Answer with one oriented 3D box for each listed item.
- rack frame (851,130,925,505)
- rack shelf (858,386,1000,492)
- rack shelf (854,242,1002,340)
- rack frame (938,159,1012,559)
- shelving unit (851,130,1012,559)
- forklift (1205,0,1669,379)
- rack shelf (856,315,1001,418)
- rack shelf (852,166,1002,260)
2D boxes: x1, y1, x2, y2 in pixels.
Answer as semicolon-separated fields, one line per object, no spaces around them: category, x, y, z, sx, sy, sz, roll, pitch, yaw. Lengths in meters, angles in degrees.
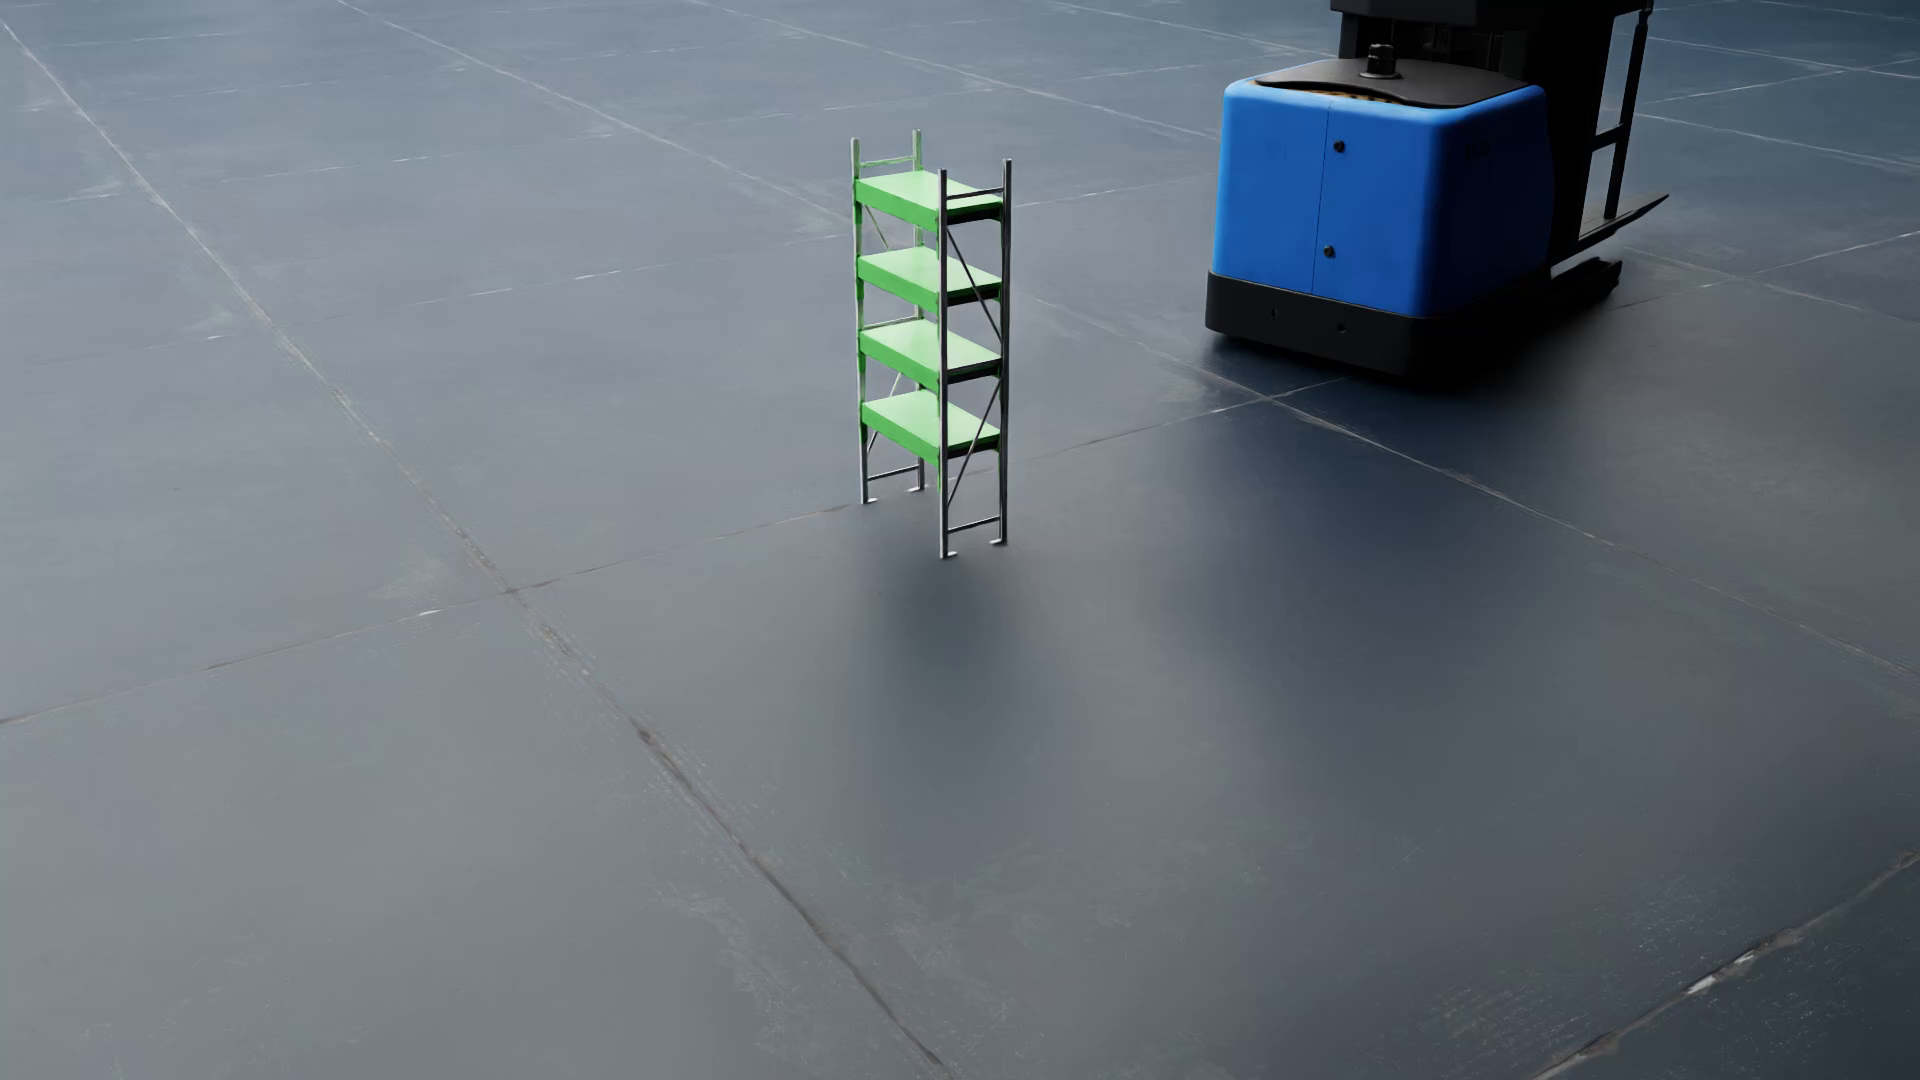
rack frame;-0.224;-0.689;5.304;0.240;1.200;0.015;-16;29;-30
rack shelf;-0.090;-0.327;5.249;0.258;0.148;0.480;-16;29;-30
rack shelf;-0.090;-0.761;5.044;0.258;0.148;0.480;-16;29;-30
rack frame;0.043;-0.515;4.934;0.240;1.200;0.015;-16;29;-30
shelving unit;-0.090;-0.602;5.119;0.258;1.200;0.503;-16;29;-30
forklift;2.372;-2.499;7.110;1.130;2.935;3.031;20;32;36
rack shelf;-0.090;-0.544;5.147;0.258;0.148;0.480;-16;29;-30
rack shelf;-0.090;-0.978;4.942;0.258;0.148;0.480;-16;29;-30
